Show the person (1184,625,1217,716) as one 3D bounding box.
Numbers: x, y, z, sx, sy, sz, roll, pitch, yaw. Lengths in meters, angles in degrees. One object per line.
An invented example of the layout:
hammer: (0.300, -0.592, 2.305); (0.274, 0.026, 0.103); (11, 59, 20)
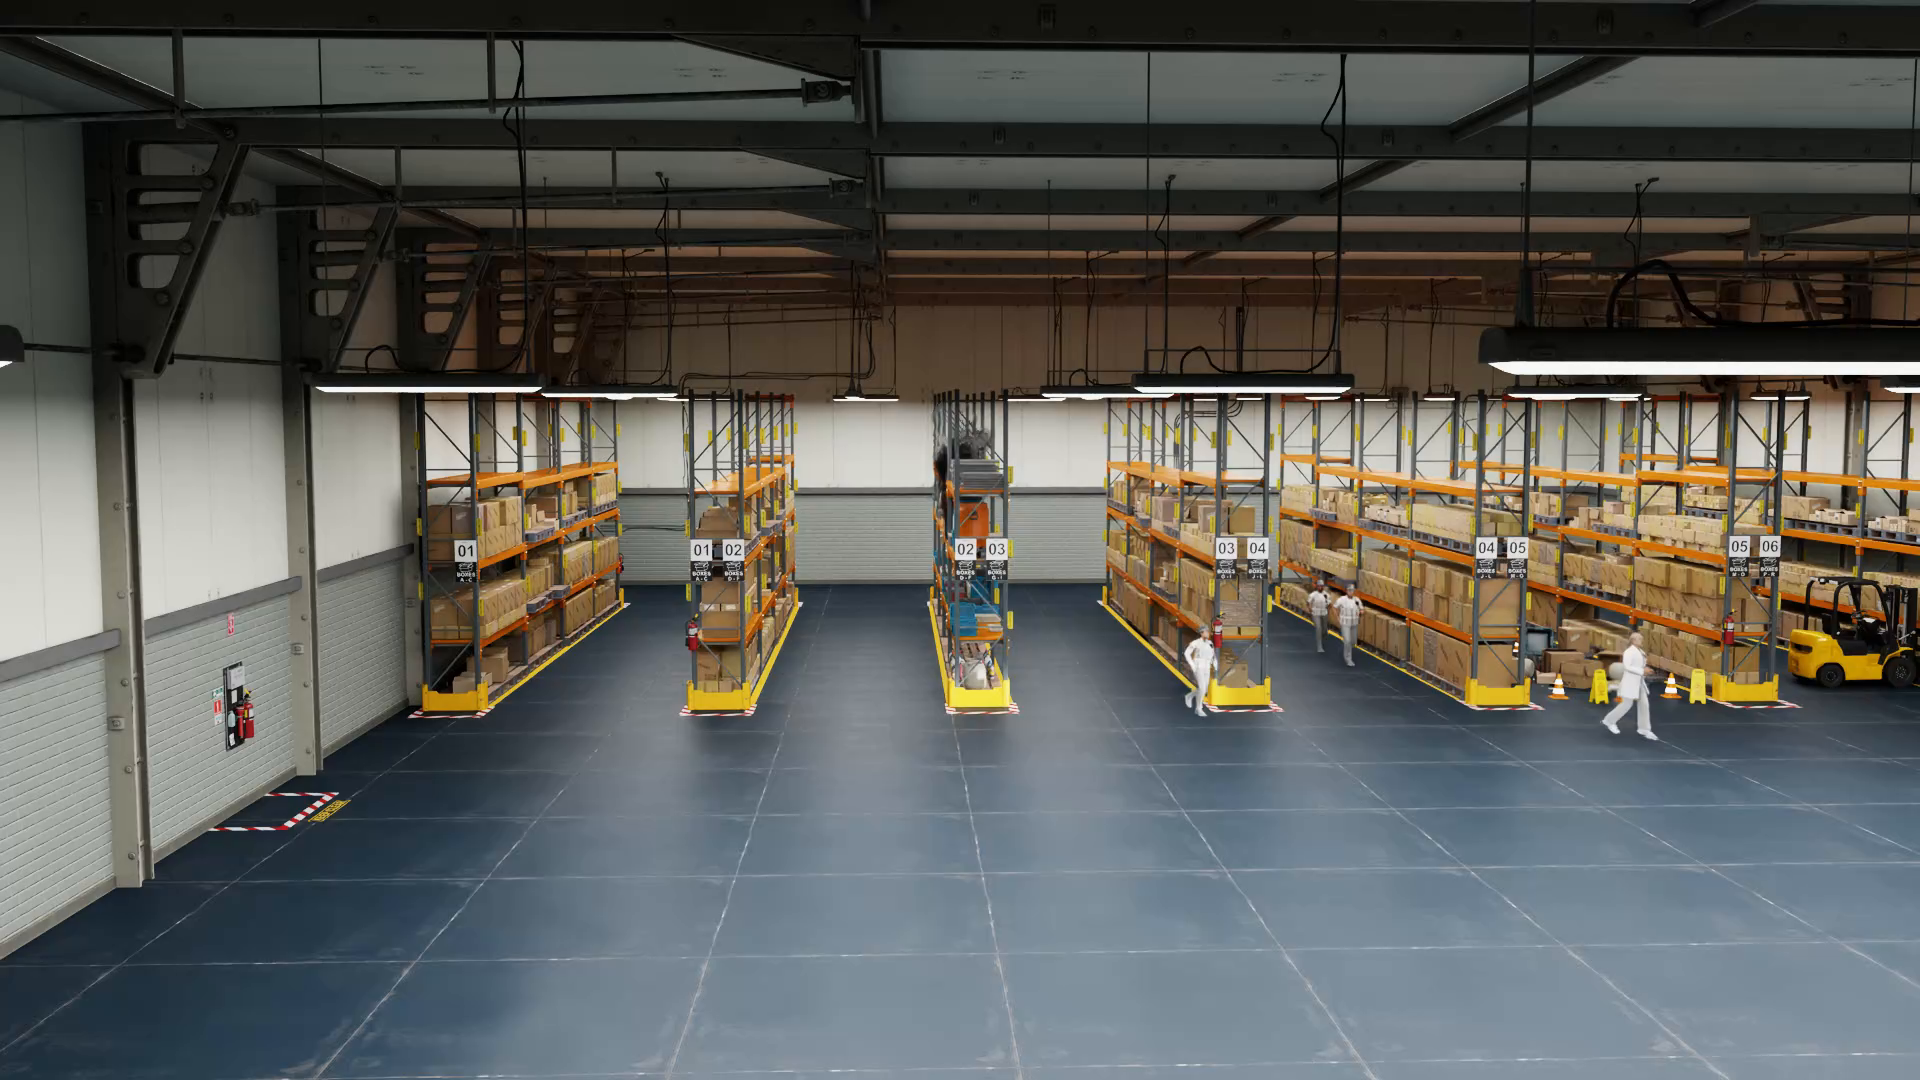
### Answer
person: (4.470, 2.397, 30.846); (0.664, 1.664, 0.601); (-3, 5, -31)

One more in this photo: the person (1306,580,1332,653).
person: (8.331, 1.745, 38.532); (0.588, 1.667, 0.774); (0, 5, -4)

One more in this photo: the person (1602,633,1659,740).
person: (11.579, 2.494, 28.655); (0.735, 1.823, 0.932); (-5, 7, -45)

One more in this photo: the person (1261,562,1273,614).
person: (8.111, 1.294, 44.803); (0.589, 1.633, 0.912); (-1, 5, -14)

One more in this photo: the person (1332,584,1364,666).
person: (8.570, 1.843, 36.586); (0.678, 1.768, 0.868); (-1, 5, -8)
